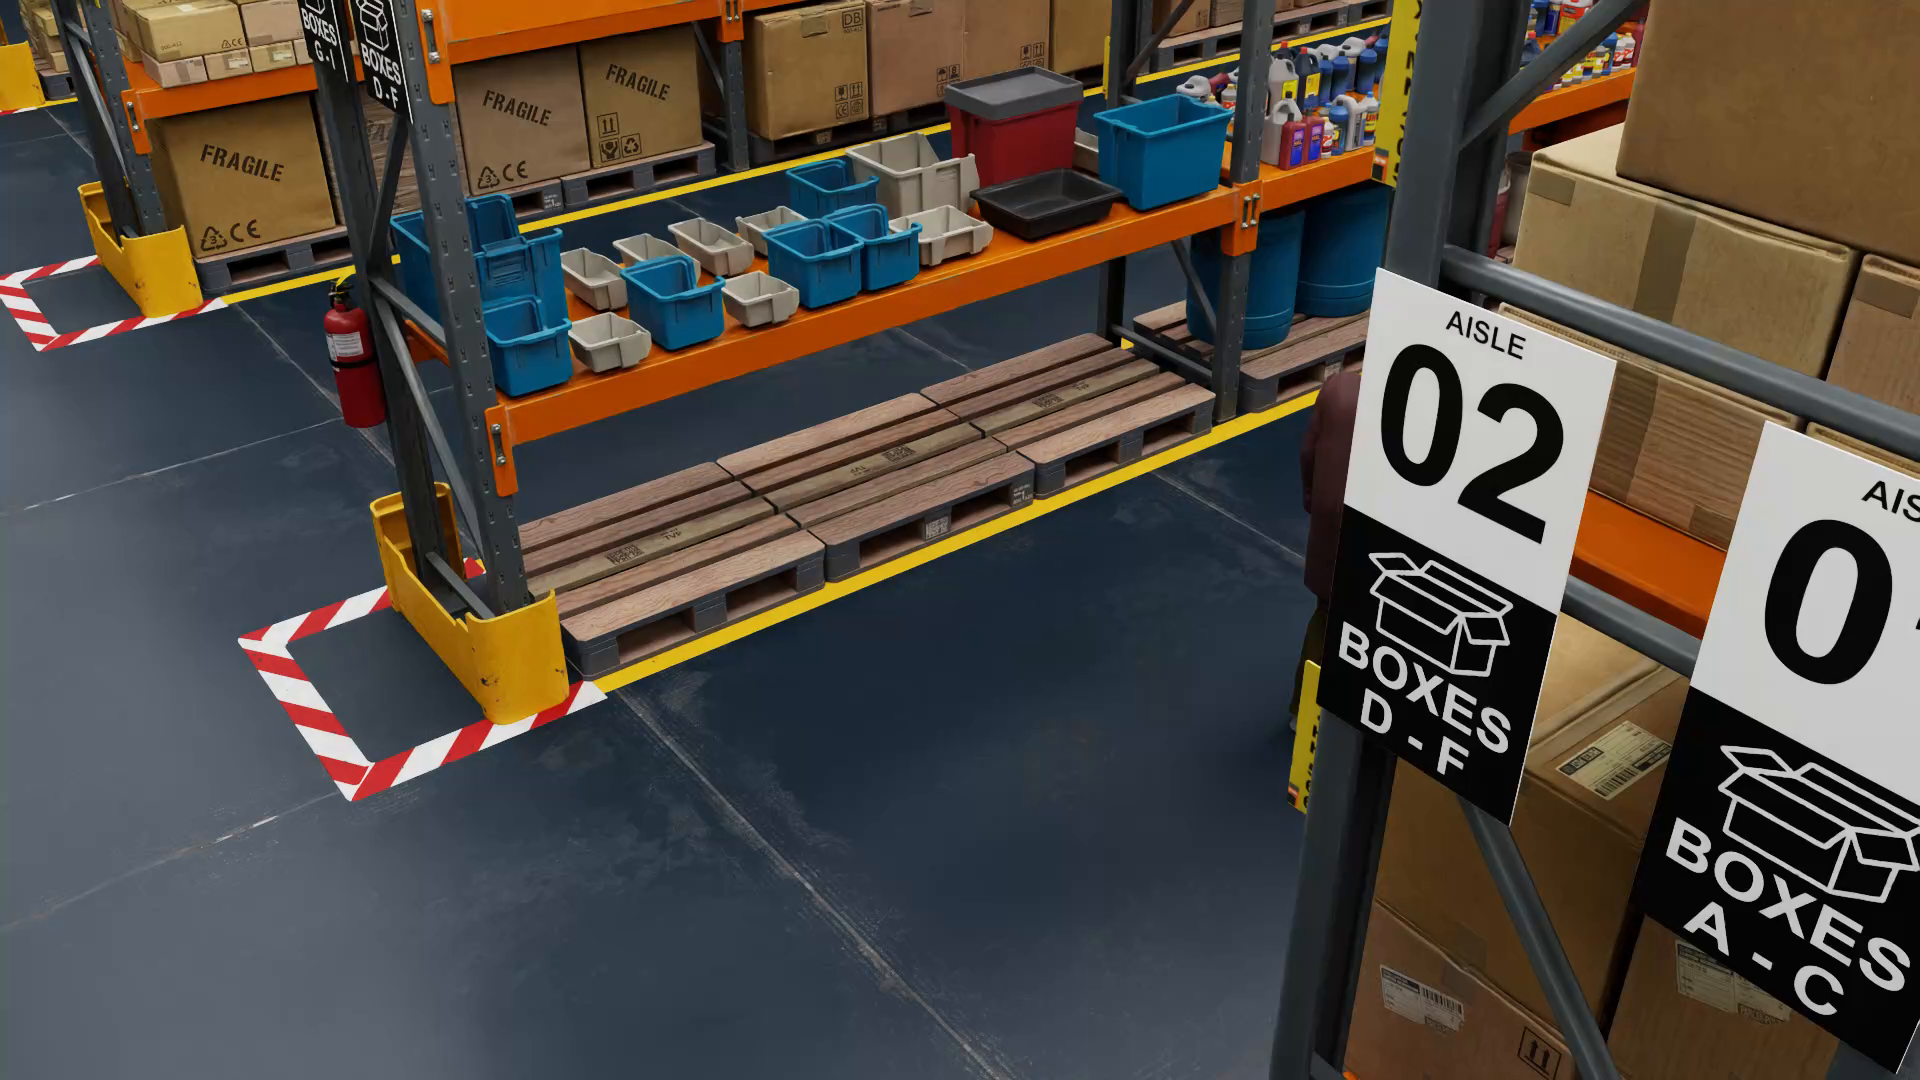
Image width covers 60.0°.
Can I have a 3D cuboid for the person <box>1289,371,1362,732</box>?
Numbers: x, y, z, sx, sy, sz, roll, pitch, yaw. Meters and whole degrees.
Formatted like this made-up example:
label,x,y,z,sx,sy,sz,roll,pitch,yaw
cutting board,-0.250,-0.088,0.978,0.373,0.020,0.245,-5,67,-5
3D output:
label,x,y,z,sx,sy,sz,roll,pitch,yaw
person,1.510,-0.003,6.155,0.424,1.774,0.644,-22,38,-31
